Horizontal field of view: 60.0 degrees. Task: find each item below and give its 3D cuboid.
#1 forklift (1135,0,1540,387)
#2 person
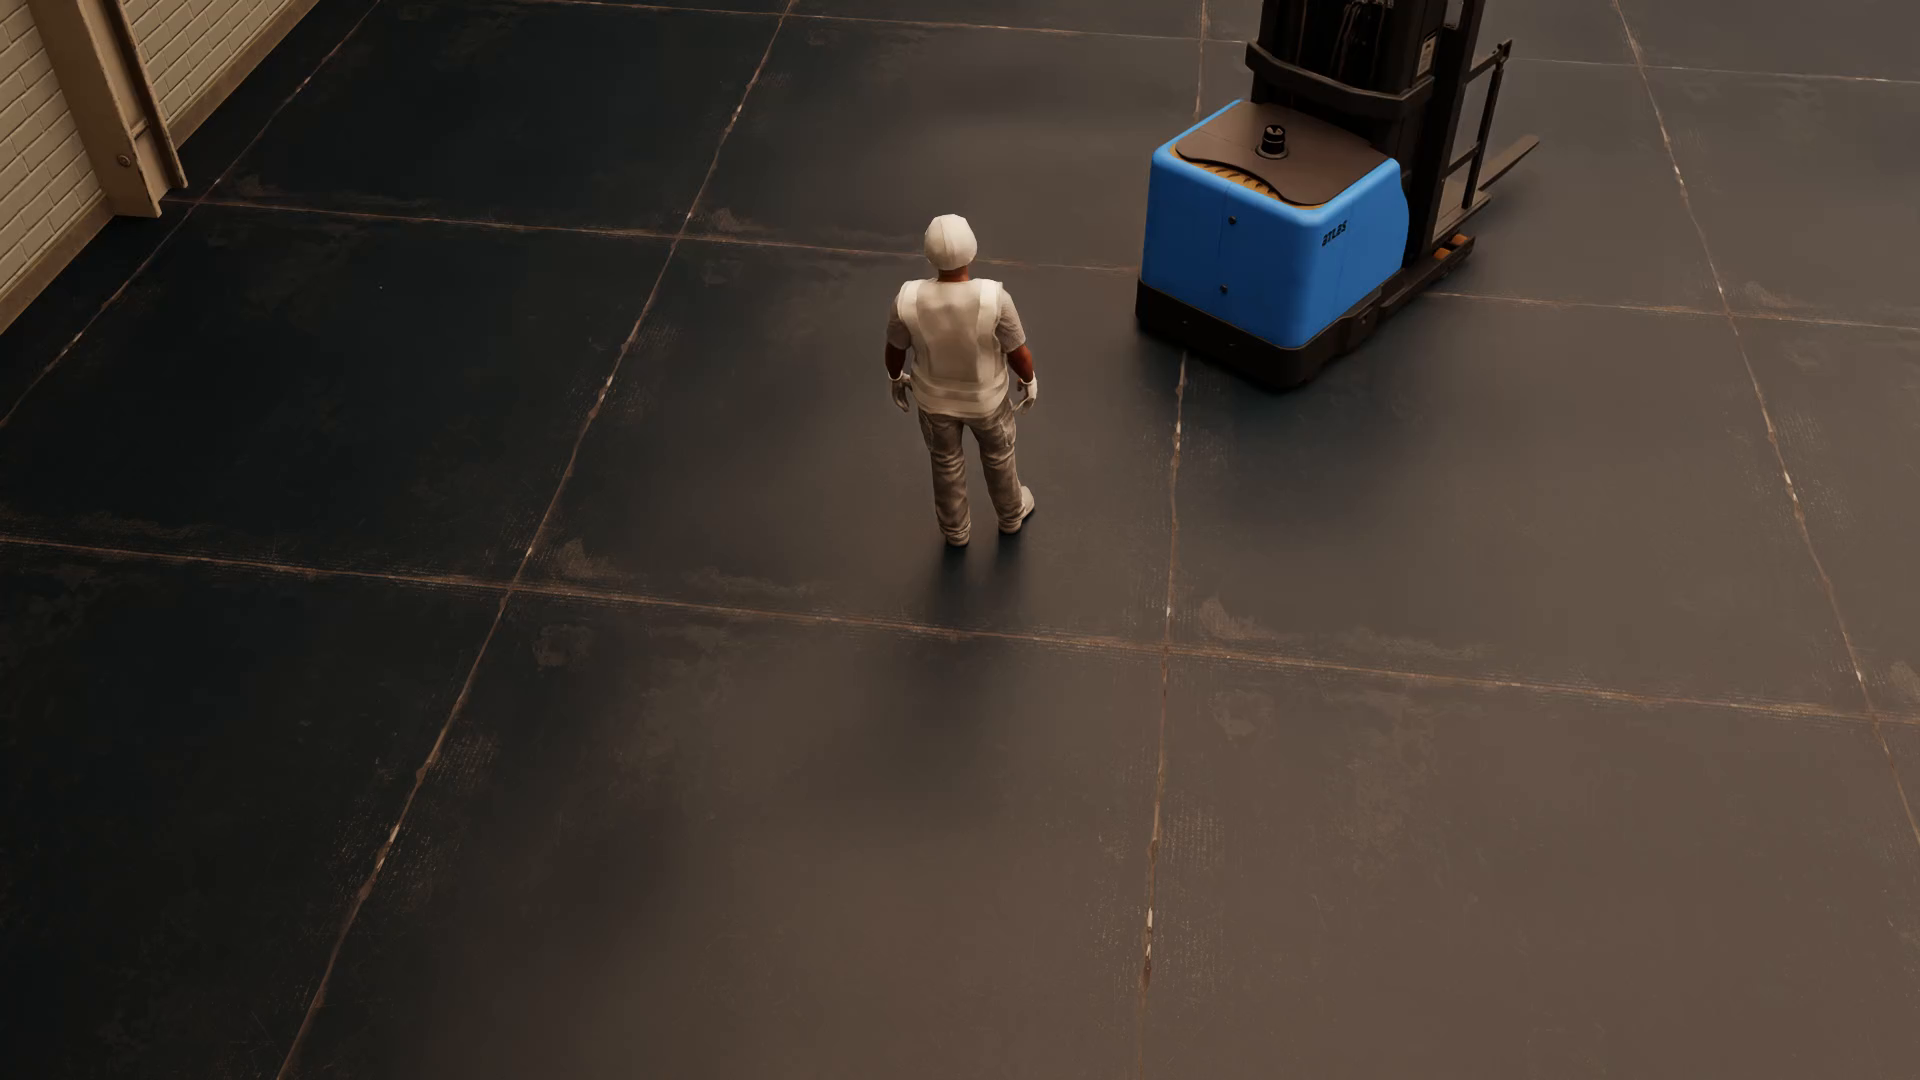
[{"bbox_3d":[2.321,-2.789,8.761,1.130,2.935,3.031,31,51,29],"label":"forklift"},{"bbox_3d":[0.017,-0.710,7.335,0.656,1.784,0.575,5,43,6],"label":"person"}]
